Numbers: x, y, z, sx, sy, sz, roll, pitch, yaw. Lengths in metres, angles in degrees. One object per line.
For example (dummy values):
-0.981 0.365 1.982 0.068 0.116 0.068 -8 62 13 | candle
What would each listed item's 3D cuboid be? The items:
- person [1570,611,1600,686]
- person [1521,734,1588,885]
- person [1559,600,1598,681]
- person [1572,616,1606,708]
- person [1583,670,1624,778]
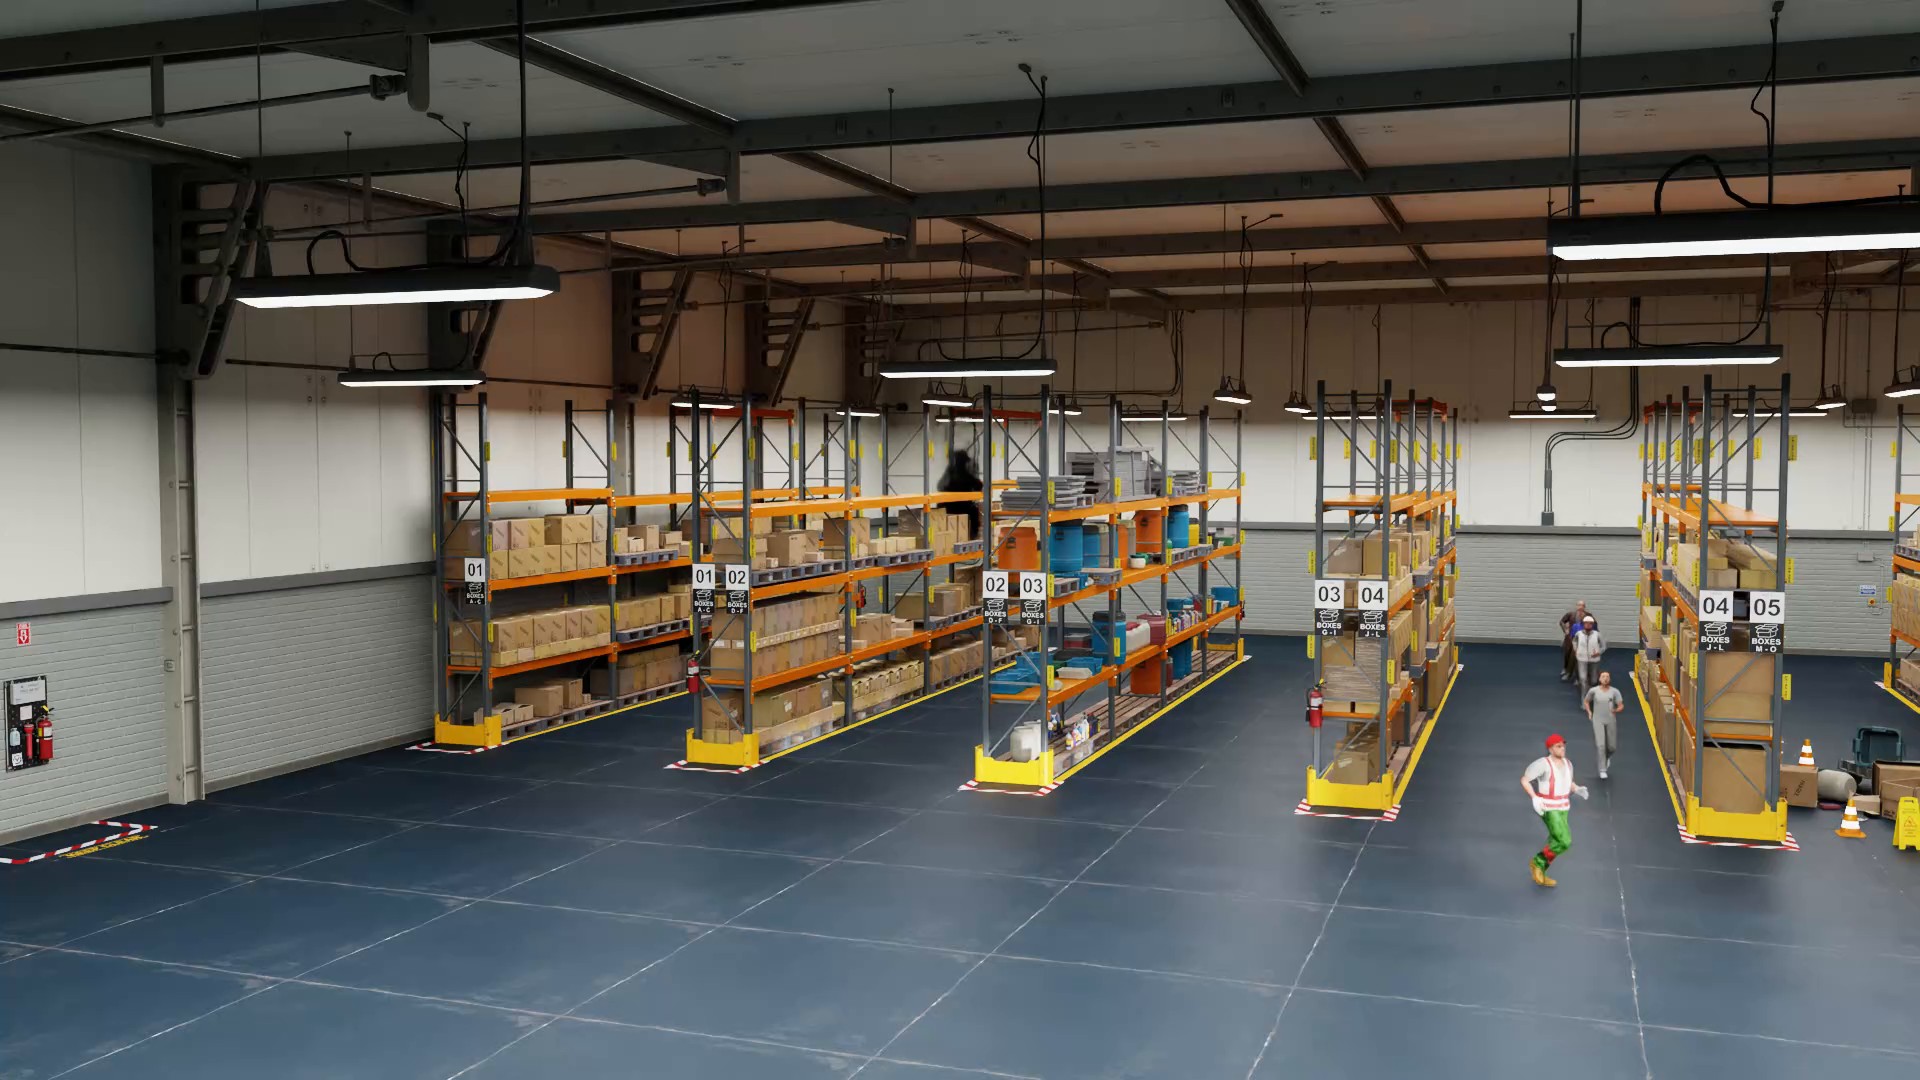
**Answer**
13.077 2.338 34.821 0.587 1.687 0.889 1 3 22 | person
6.863 3.100 19.062 0.631 1.748 0.612 -2 4 -32 | person
13.469 2.184 36.297 0.771 1.735 1.039 2 3 29 | person
12.439 2.389 32.888 0.629 1.771 1.107 1 3 17 | person
9.924 2.815 25.655 0.575 1.635 0.802 1 3 15 | person
